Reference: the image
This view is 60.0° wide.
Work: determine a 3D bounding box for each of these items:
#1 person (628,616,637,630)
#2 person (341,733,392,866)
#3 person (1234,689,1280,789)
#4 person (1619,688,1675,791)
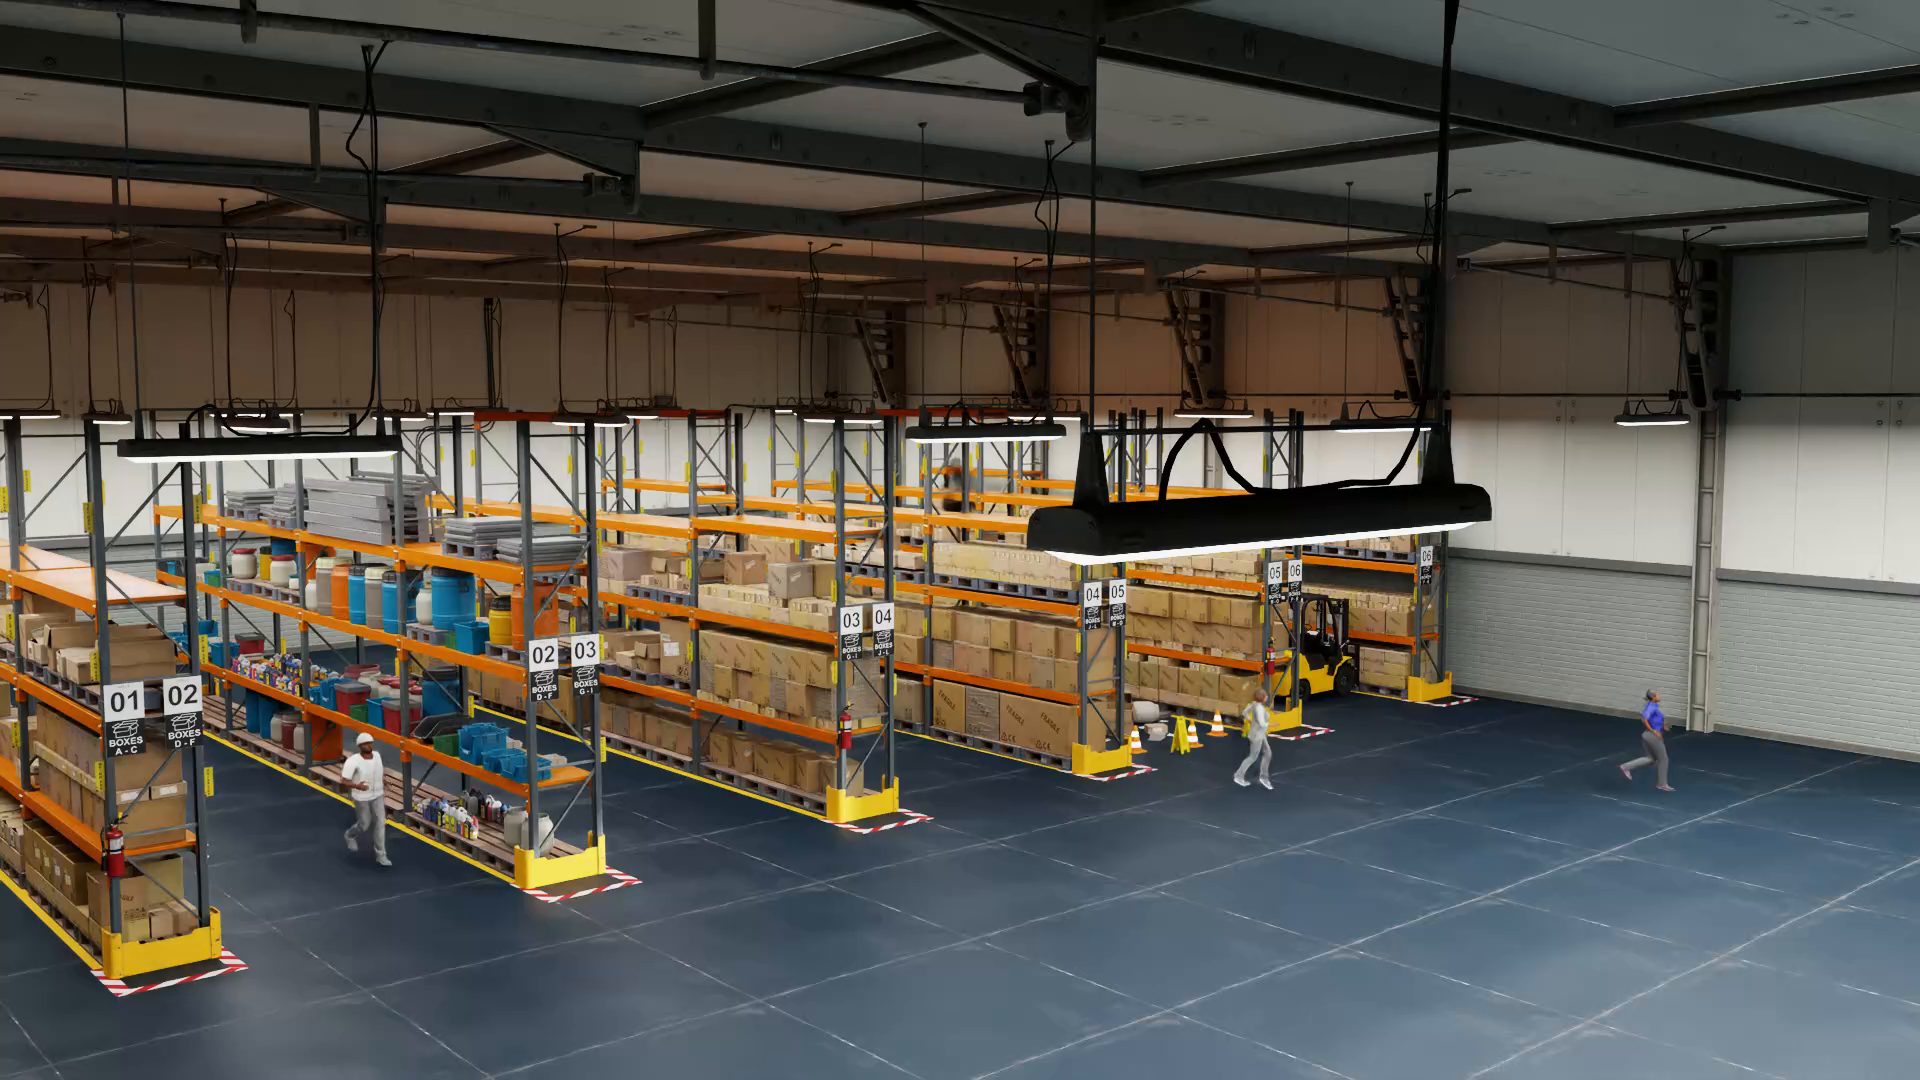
[{"bbox_3d":[-8.174,1.846,41.431,0.552,1.710,0.738,0,5,1],"label":"person"},{"bbox_3d":[-8.003,3.473,22.447,0.952,1.762,0.702,4,7,40],"label":"person"},{"bbox_3d":[4.757,3.197,26.639,0.731,1.654,0.550,1,5,6],"label":"person"},{"bbox_3d":[11.032,3.196,26.590,0.819,1.648,0.579,1,5,9],"label":"person"}]
